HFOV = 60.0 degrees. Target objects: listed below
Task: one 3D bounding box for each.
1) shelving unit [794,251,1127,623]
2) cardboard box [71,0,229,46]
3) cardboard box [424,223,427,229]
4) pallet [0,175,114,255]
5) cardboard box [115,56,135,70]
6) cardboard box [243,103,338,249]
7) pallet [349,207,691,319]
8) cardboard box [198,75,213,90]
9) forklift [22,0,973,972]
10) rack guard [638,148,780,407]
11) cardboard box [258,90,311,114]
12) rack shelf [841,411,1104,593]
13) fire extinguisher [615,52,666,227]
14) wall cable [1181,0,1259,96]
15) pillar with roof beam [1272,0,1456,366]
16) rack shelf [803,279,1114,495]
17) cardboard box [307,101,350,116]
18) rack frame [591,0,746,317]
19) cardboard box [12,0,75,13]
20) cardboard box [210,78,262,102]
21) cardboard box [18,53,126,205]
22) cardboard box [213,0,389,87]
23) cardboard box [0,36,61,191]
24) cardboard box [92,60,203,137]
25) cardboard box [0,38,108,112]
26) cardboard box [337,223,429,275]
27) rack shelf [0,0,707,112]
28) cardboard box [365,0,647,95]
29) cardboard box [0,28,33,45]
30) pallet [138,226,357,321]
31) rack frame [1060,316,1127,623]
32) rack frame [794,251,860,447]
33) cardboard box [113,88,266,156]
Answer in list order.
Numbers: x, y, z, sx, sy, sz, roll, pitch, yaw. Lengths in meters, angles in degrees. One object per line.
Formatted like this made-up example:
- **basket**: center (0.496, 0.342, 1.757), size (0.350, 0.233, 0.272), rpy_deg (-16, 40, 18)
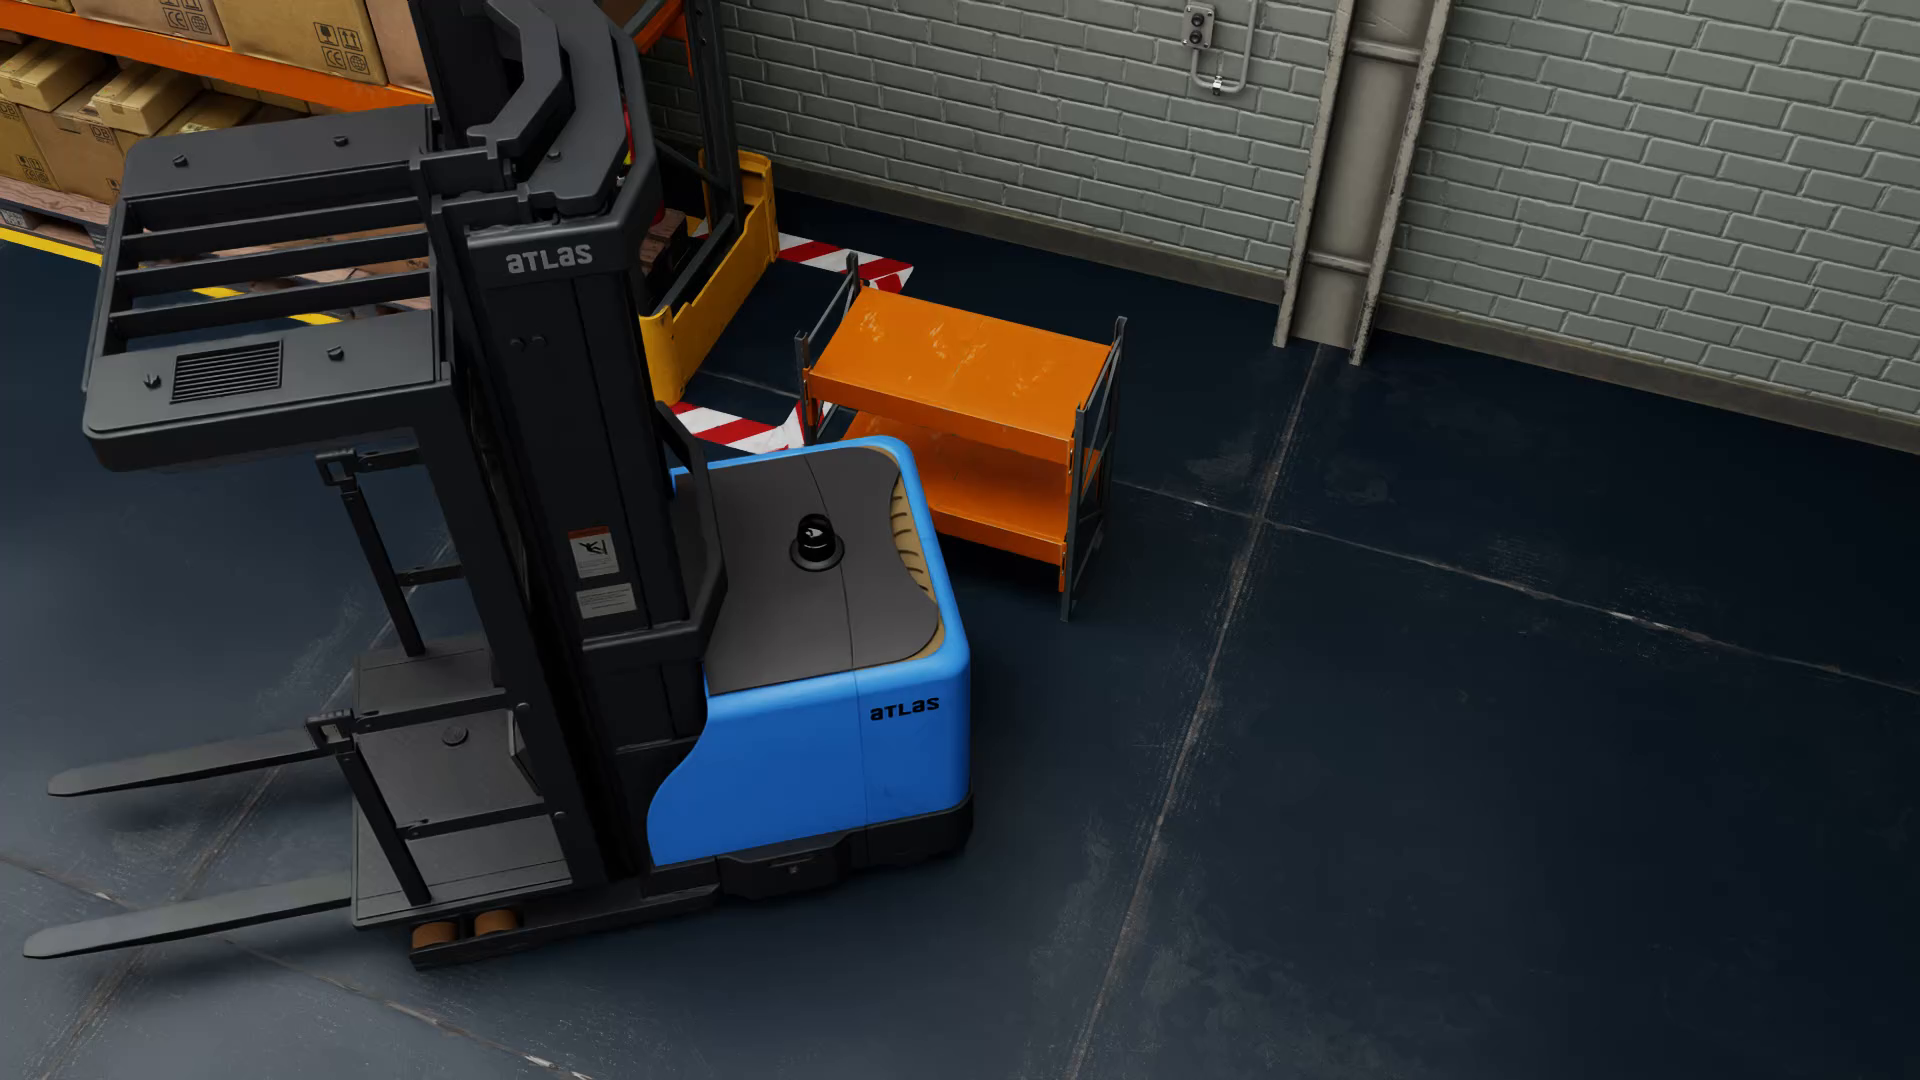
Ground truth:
- **shelving unit**: center (0.006, -0.367, 6.190), size (1.048, 1.125, 0.538), rpy_deg (16, 51, 13)
- **cardboard box**: center (-3.090, -2.611, 6.696), size (0.700, 0.700, 0.980), rpy_deg (13, 50, 11)
- **cardboard box**: center (-1.901, -1.429, 7.246), size (0.500, 0.500, 0.700), rpy_deg (16, 51, 13)
- **pallet**: center (-4.276, -1.877, 8.104), size (1.213, 0.211, 1.003), rpy_deg (16, 51, 13)
- **cardboard box**: center (-3.621, -2.282, 7.556), size (0.250, 0.149, 0.380), rpy_deg (14, 51, 12)
- **cardboard box**: center (-2.843, -1.691, 7.474), size (0.500, 0.500, 0.700), rpy_deg (14, 51, 12)
- **pallet**: center (-1.987, -1.238, 7.550), size (1.213, 0.211, 1.003), rpy_deg (16, 51, 13)
- **cardboard box**: center (-3.384, -2.215, 7.498), size (0.250, 0.149, 0.380), rpy_deg (16, 51, 14)
- **forklift**: center (-1.529, -0.014, 4.689), size (3.031, 2.935, 1.130), rpy_deg (-10, 50, -8)
- **rack guard**: center (-1.187, -1.173, 7.302), size (0.348, 0.500, 1.175), rpy_deg (16, 51, 13)
- **cardboard box**: center (-2.905, -2.081, 7.382), size (0.250, 0.149, 0.380), rpy_deg (16, 51, 13)
- **rack shelf**: center (0.006, -0.207, 6.375), size (1.000, 0.278, 0.538), rpy_deg (16, 51, 13)
- **fire extinguisher**: center (-1.228, -1.484, 6.215), size (0.183, 0.674, 0.296), rpy_deg (16, 51, 13)
- **wall cable**: center (0.319, -2.666, 6.270), size (1.851, 1.984, 0.084), rpy_deg (16, 51, 13)
- **pillar with roof beam**: center (0.131, -0.817, 1.370), size (0.400, 9.000, 9.100), rpy_deg (16, 51, 13)
- **rack shelf**: center (0.006, -0.558, 5.969), size (1.000, 0.278, 0.538), rpy_deg (16, 51, 13)
- **cardboard box**: center (-2.664, -2.015, 7.325), size (0.250, 0.149, 0.380), rpy_deg (16, 51, 14)
- **rack frame**: center (-1.210, -1.998, 6.363), size (0.127, 3.000, 1.000), rpy_deg (16, 51, 13)
- **cardboard box**: center (-3.776, -2.795, 6.855), size (0.700, 0.700, 0.980), rpy_deg (14, 51, 12)
- **cardboard box**: center (-3.142, -2.148, 7.440), size (0.250, 0.149, 0.380), rpy_deg (15, 51, 12)
- **cardboard box**: center (-3.826, -1.962, 7.708), size (0.500, 0.500, 0.700), rpy_deg (15, 51, 13)
- **cardboard box**: center (-2.378, -2.405, 6.518), size (0.700, 0.700, 0.980), rpy_deg (15, 51, 13)
- **cardboard box**: center (-4.296, -2.096, 7.824), size (0.500, 0.500, 0.700), rpy_deg (16, 51, 14)
- **cardboard box**: center (-3.548, -1.952, 7.271), size (0.250, 0.149, 0.380), rpy_deg (14, 51, 12)
- **cardboard box**: center (-4.038, -2.089, 7.389), size (0.250, 0.149, 0.380), rpy_deg (17, 51, 14)
- **cardboard box**: center (-2.371, -1.560, 7.360), size (0.500, 0.500, 0.700), rpy_deg (15, 51, 13)
- **rack shelf**: center (-3.086, -2.286, 7.089), size (4.000, 0.370, 1.077), rpy_deg (16, 51, 13)
- **cardboard box**: center (-1.692, -2.222, 6.359), size (0.700, 0.700, 0.980), rpy_deg (18, 51, 15)
- **cardboard box**: center (-4.363, -2.487, 7.734), size (0.250, 0.149, 0.380), rpy_deg (15, 51, 13)
- **pallet**: center (-3.128, -1.559, 7.828), size (1.213, 0.211, 1.003), rpy_deg (16, 51, 13)
- **rack frame**: center (0.483, -0.234, 6.075), size (0.032, 1.125, 0.500), rpy_deg (16, 51, 13)
- **rack frame**: center (-0.471, -0.500, 6.305), size (0.032, 1.125, 0.500), rpy_deg (16, 51, 13)
- **cardboard box**: center (-3.345, -1.826, 7.590), size (0.500, 0.500, 0.700), rpy_deg (17, 51, 14)
